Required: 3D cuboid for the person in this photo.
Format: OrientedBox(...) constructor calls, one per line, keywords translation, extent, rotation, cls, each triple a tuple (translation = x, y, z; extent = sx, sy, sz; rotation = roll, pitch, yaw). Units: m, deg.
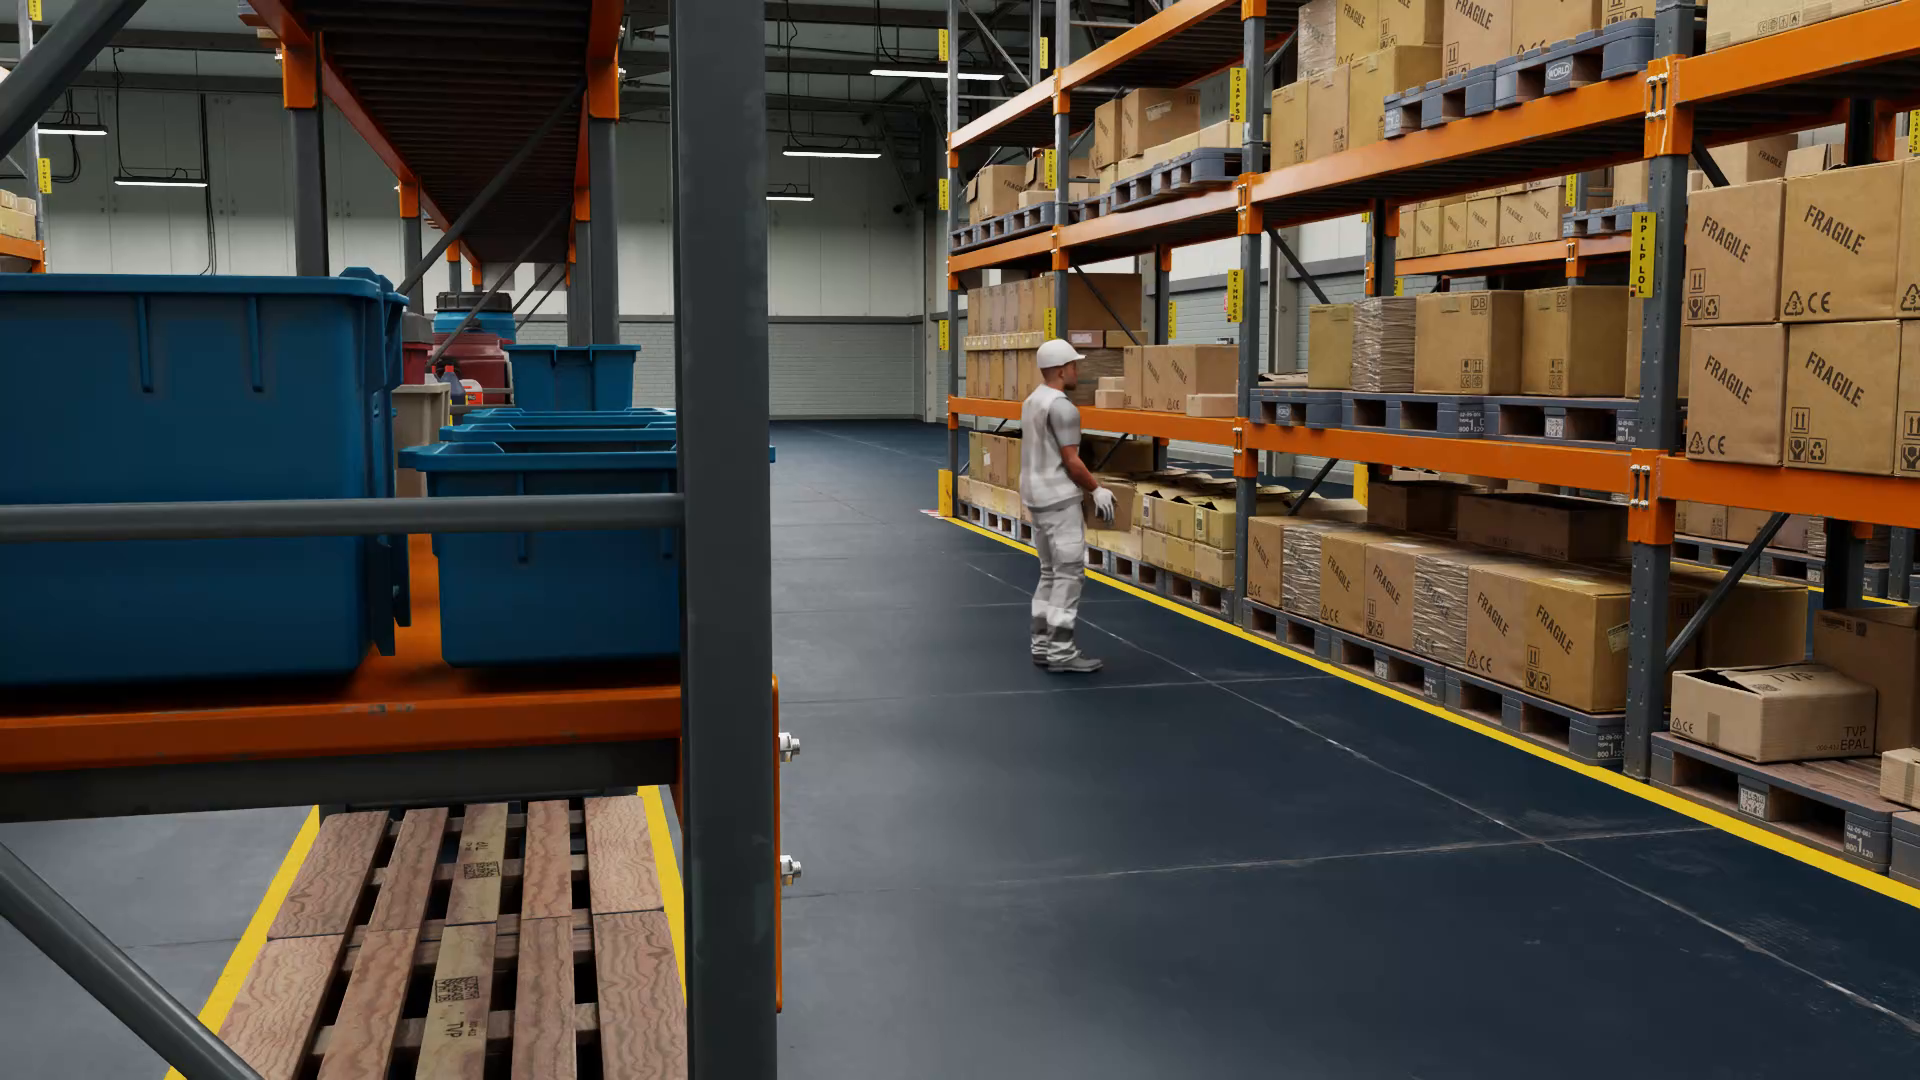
OrientedBox(translation=(0.579, -0.192, 9.075), extent=(0.486, 1.793, 0.531), rotation=(-2, 6, -15), cls="person")
